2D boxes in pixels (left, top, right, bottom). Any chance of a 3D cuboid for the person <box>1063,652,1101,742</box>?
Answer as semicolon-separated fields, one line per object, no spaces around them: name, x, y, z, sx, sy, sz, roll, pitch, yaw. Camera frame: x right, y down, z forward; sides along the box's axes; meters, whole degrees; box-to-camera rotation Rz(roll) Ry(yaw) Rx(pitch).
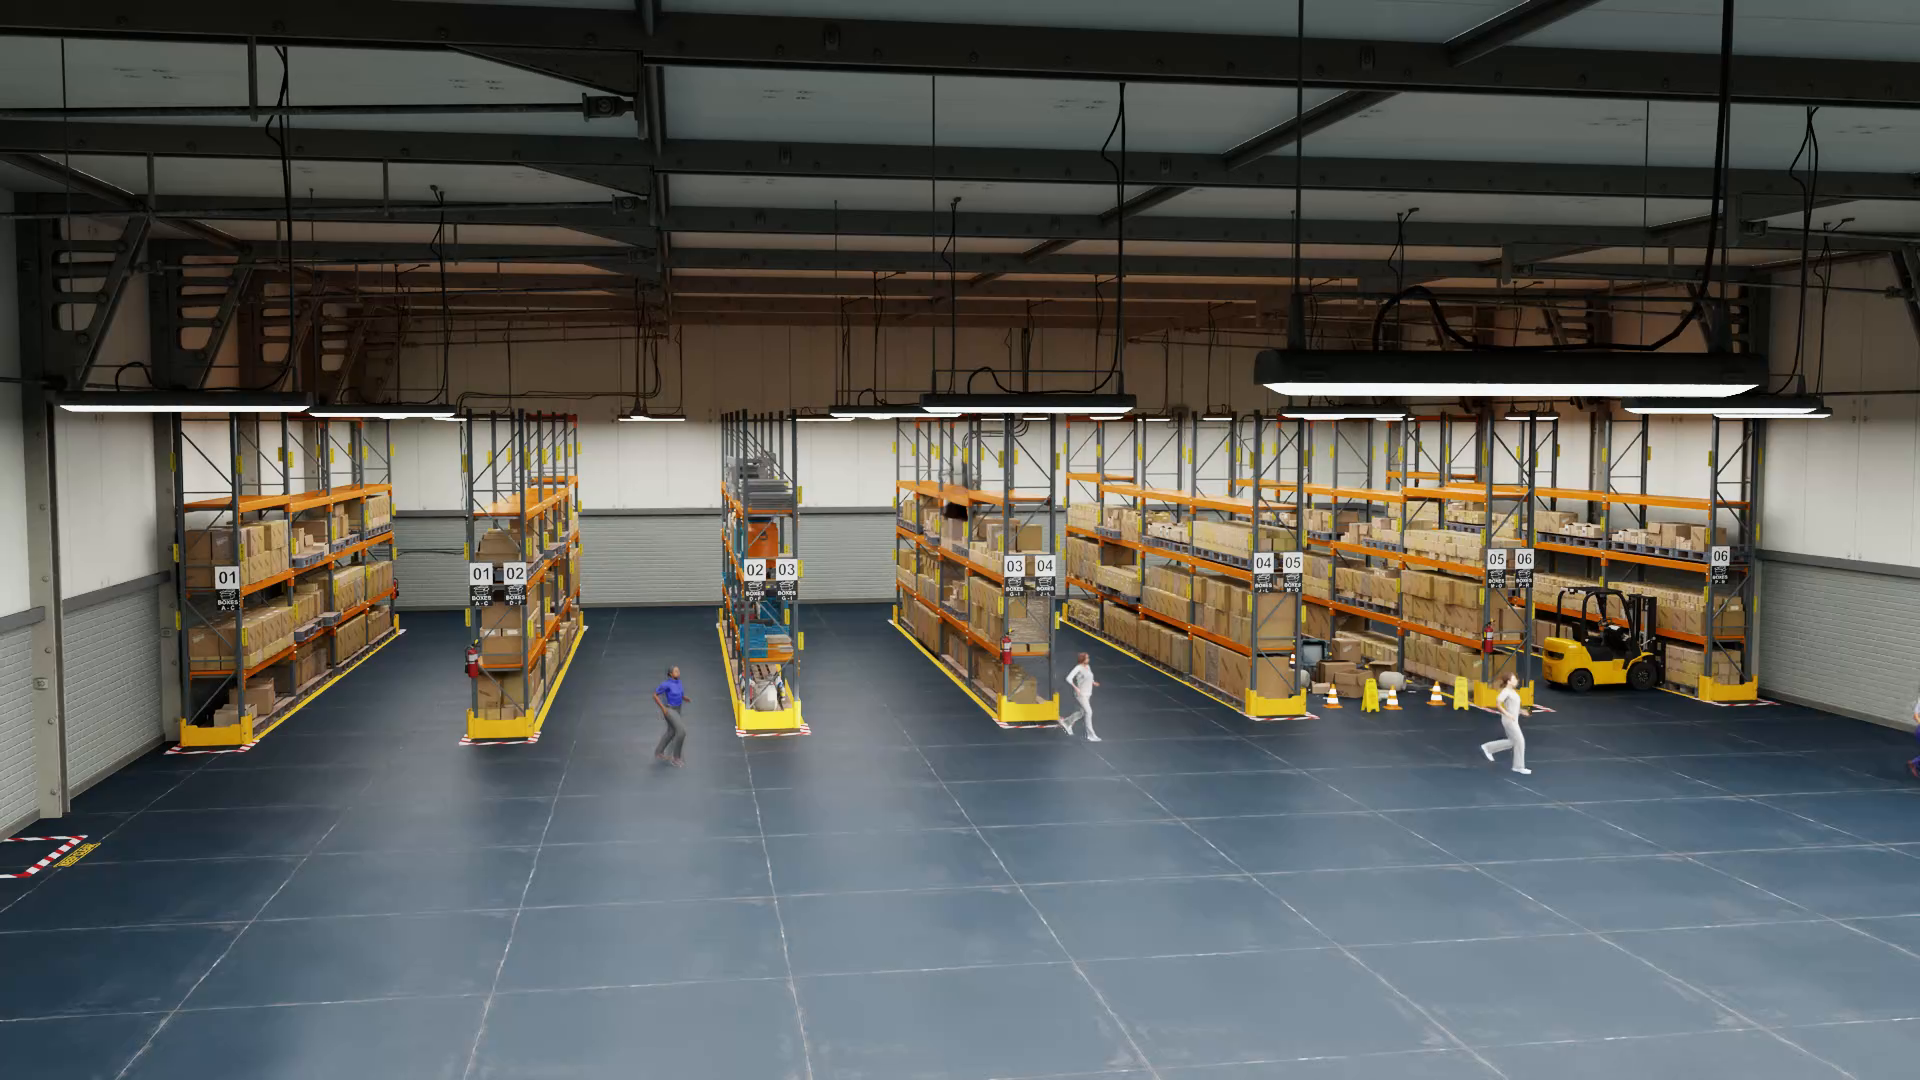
person;2.194;2.816;30.070;0.819;1.600;0.546;2;5;30

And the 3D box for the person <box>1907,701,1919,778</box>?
person;15.341;3.081;26.413;0.628;1.609;0.563;-3;5;-37

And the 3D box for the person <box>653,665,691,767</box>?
person;-4.845;2.956;27.980;0.735;1.718;0.554;1;4;20

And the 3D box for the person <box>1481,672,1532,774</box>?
person;9.004;3.000;27.388;0.818;1.660;0.566;2;5;28
